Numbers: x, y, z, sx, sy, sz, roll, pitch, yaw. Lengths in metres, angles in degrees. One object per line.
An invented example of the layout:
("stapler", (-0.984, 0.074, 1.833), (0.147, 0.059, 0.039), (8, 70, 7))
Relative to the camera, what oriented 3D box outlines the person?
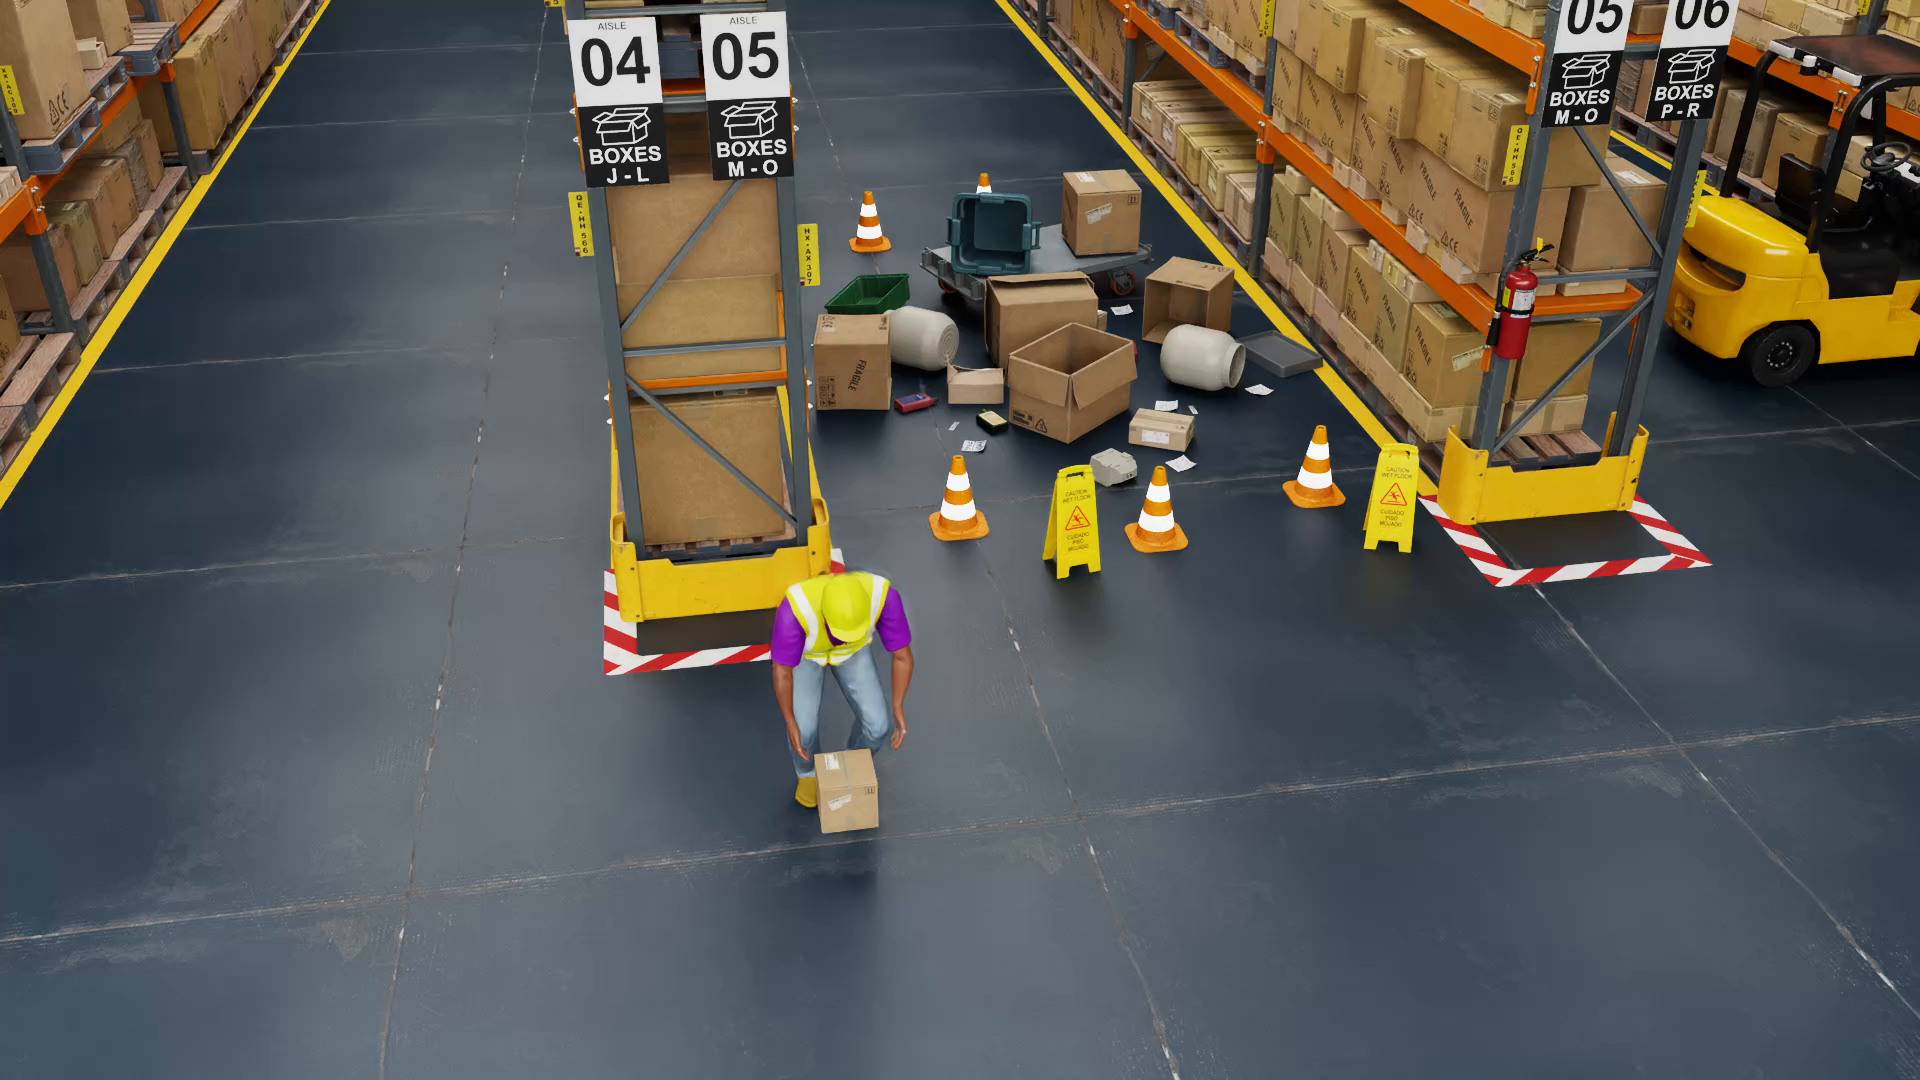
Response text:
("person", (-0.536, 0.618, 7.513), (0.629, 1.313, 0.802), (-5, 31, -9))
